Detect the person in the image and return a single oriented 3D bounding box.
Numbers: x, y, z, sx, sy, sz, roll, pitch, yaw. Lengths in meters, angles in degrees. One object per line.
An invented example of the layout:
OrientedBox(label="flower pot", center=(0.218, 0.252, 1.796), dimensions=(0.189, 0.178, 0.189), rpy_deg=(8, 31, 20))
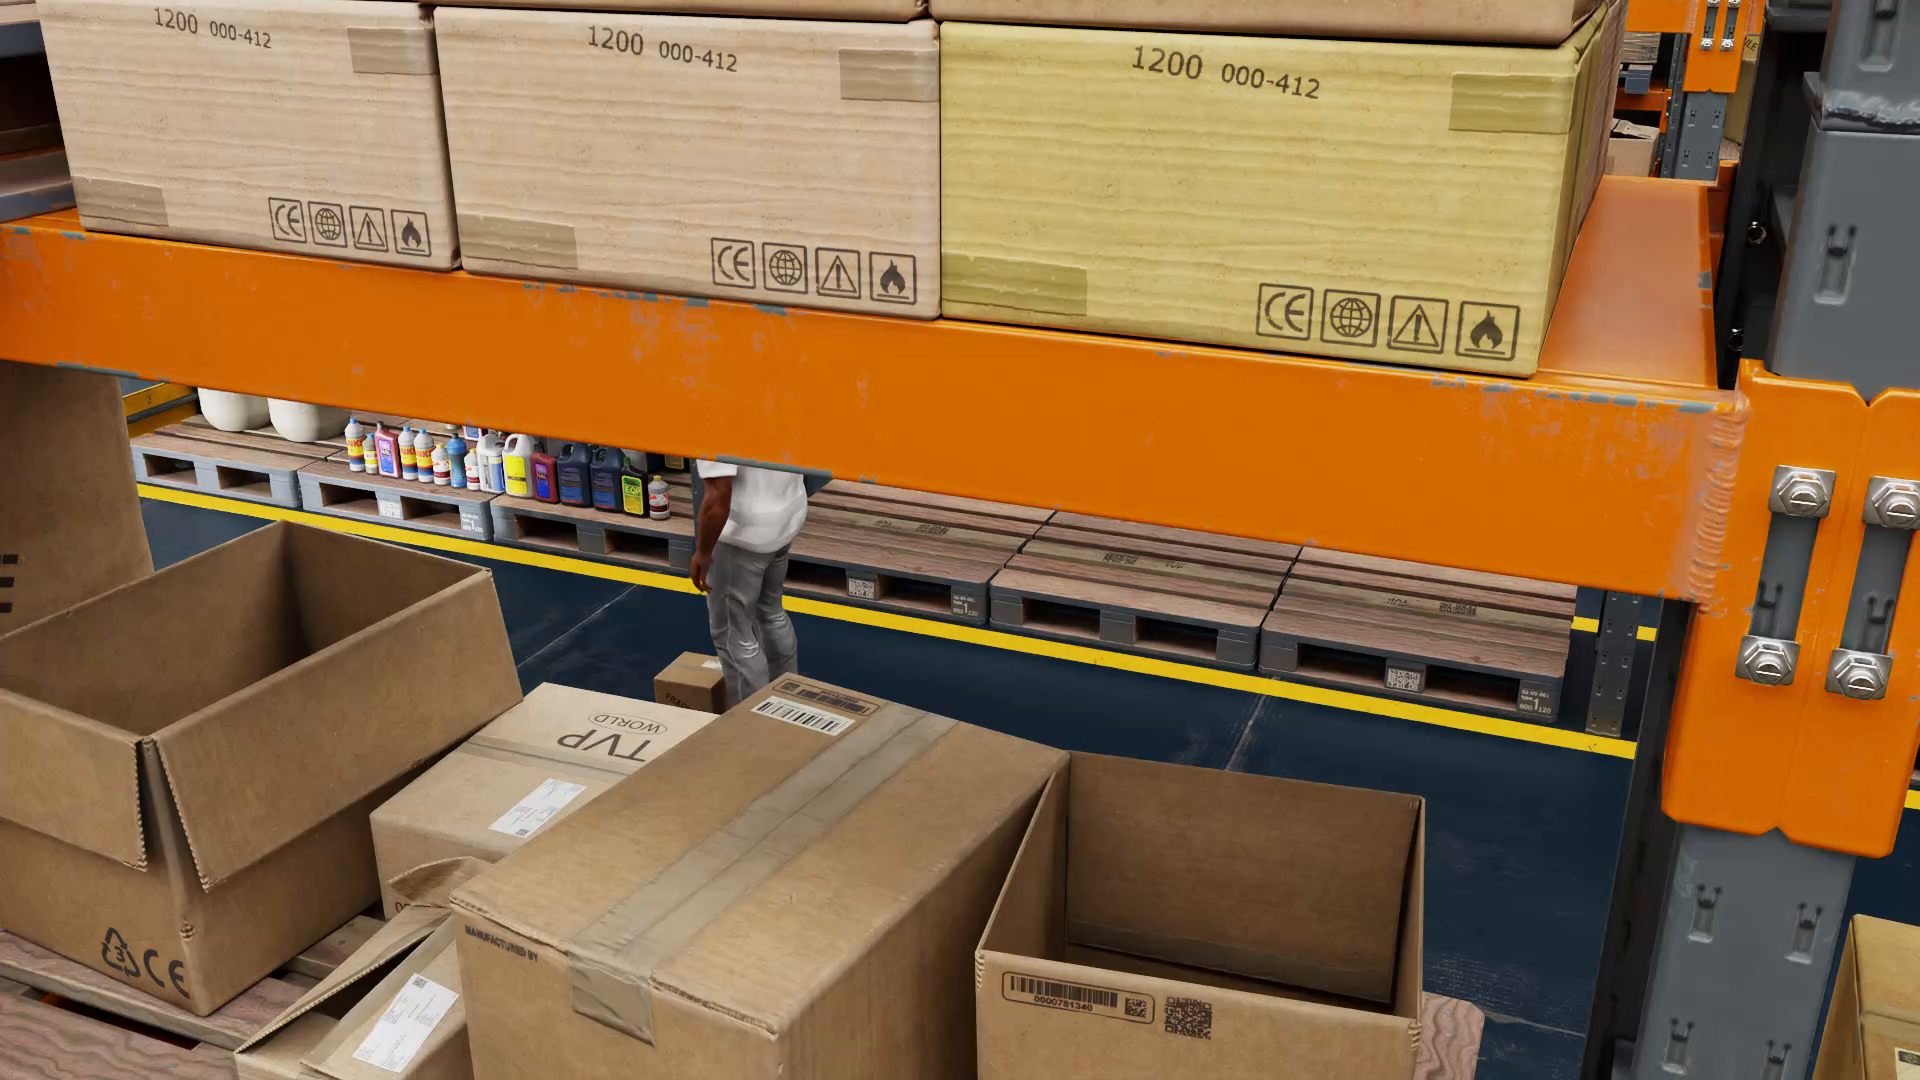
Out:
OrientedBox(label="person", center=(-0.814, -0.051, 6.192), dimensions=(0.461, 1.761, 0.628), rpy_deg=(8, 24, 20))
